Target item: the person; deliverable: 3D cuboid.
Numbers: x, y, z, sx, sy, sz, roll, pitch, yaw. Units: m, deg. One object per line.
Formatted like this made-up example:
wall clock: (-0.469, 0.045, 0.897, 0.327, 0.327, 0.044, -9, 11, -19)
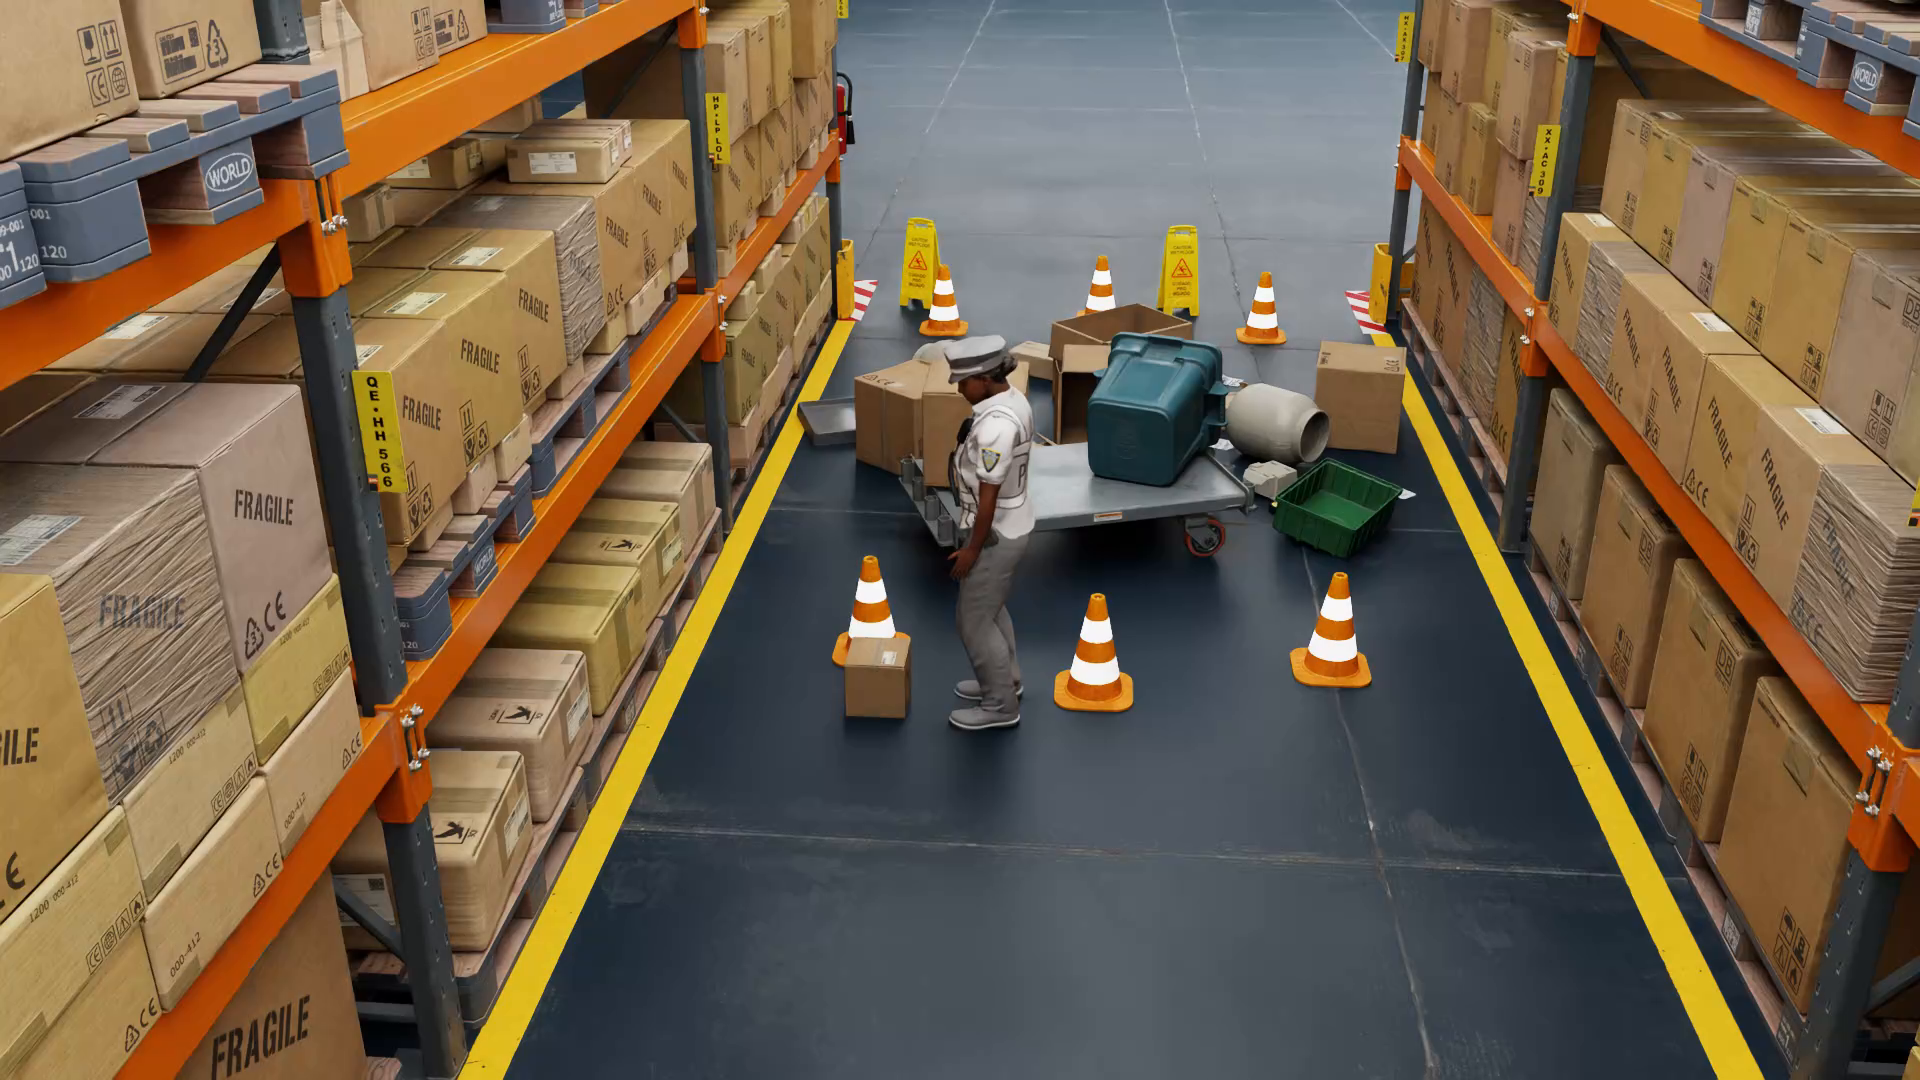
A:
person: (0.117, -0.016, 6.673, 0.365, 1.650, 0.444, 2, 25, 5)
